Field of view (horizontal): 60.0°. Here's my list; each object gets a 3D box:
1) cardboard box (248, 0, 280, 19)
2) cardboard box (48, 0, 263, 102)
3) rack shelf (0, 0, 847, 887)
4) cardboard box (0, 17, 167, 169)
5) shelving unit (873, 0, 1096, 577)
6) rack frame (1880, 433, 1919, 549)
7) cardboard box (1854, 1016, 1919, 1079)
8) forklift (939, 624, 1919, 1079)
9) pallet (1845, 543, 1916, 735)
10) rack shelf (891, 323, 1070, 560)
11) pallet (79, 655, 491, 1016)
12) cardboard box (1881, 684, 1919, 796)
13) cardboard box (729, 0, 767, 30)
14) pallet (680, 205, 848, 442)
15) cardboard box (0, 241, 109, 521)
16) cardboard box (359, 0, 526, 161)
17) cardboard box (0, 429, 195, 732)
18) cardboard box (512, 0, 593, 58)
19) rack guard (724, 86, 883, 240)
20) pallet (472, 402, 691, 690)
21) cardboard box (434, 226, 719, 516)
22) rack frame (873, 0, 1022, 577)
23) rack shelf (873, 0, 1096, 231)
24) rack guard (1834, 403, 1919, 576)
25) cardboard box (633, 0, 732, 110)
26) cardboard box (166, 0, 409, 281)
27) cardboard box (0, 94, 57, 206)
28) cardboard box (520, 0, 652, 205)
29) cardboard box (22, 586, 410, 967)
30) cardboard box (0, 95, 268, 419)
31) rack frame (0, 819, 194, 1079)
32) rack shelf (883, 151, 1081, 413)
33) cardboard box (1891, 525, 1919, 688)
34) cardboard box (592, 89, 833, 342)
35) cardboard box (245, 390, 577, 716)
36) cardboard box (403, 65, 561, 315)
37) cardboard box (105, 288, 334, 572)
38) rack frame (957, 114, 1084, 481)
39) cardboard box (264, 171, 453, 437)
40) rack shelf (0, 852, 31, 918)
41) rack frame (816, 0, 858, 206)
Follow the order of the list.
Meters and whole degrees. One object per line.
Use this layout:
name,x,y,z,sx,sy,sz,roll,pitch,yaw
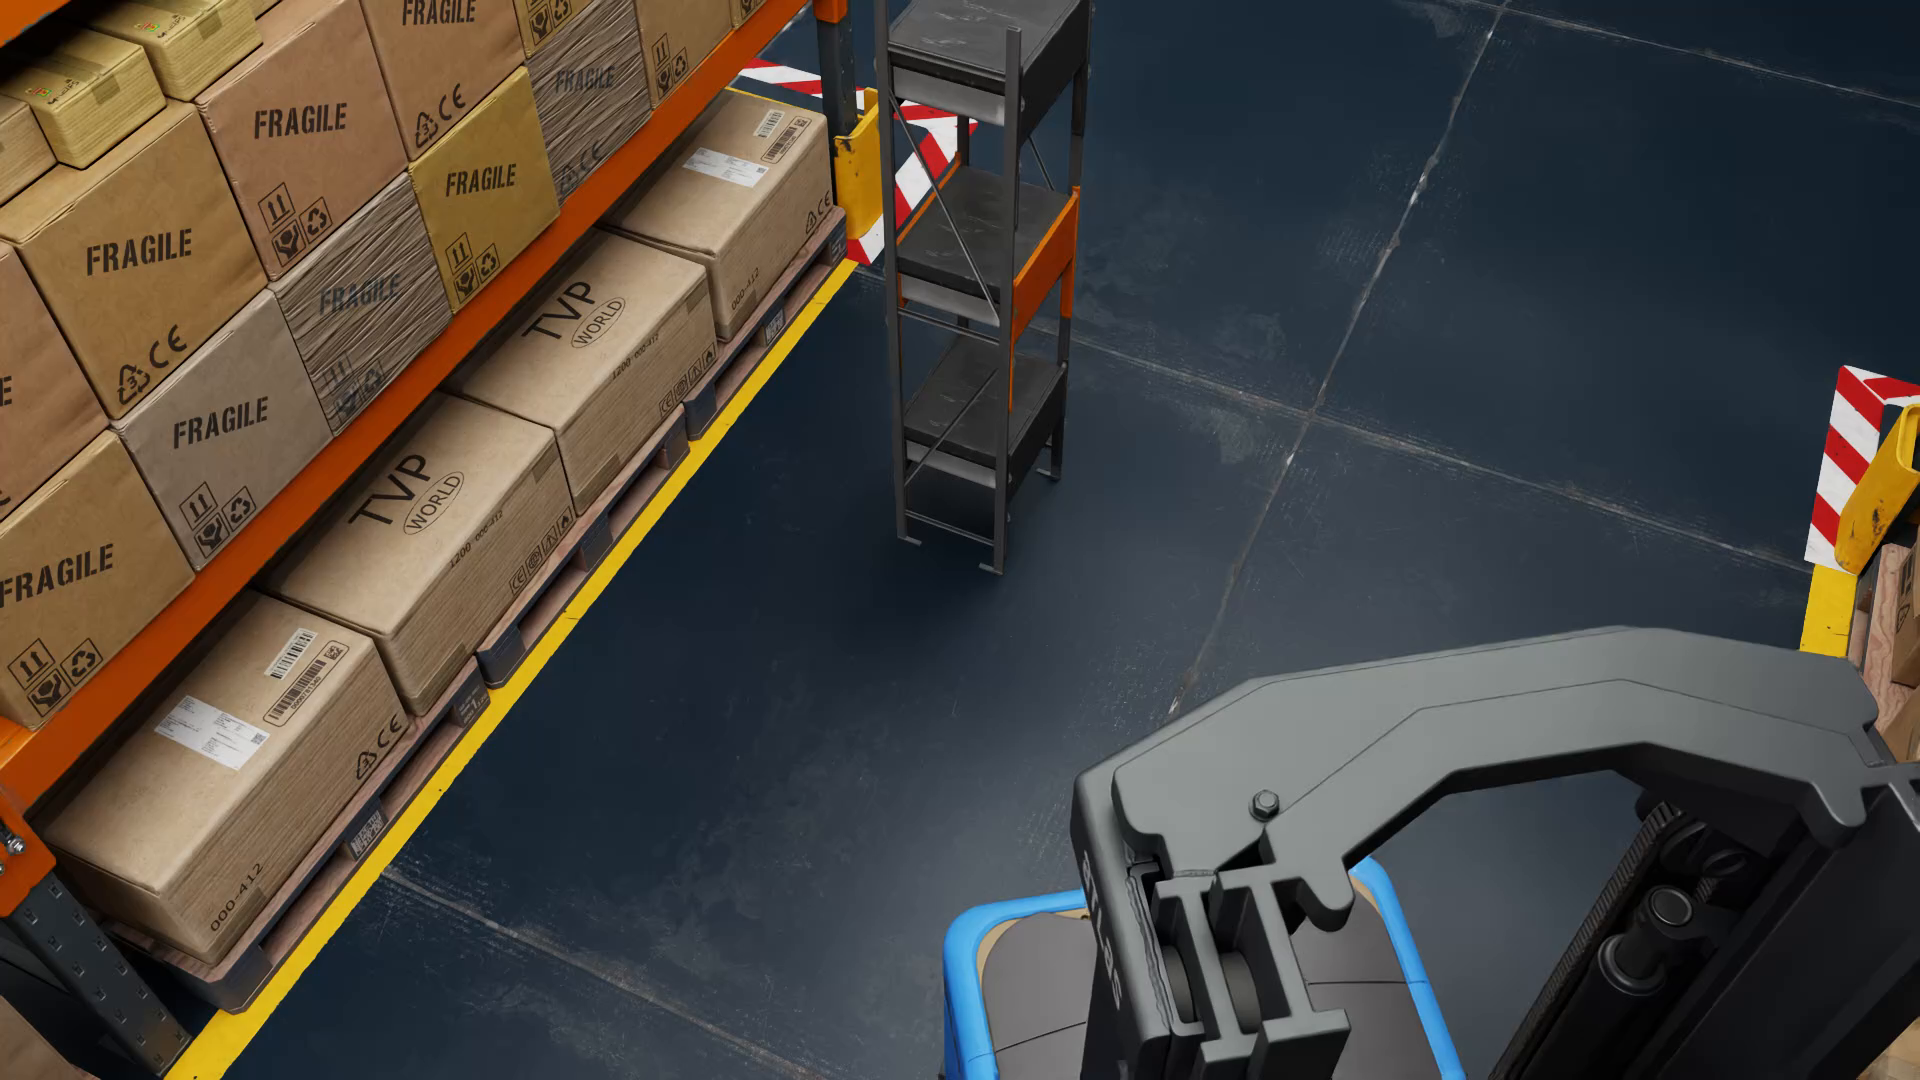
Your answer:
cardboard box,-1.719,-1.313,3.750,0.380,0.149,0.250,20,52,16
cardboard box,-1.753,-1.113,3.580,0.380,0.149,0.250,18,52,15
rack shelf,-1.735,-0.862,4.986,1.077,0.370,4.000,20,52,16
cardboard box,-1.892,-0.940,3.432,0.380,0.149,0.250,19,52,16
shelving unit,0.071,-0.794,5.047,0.431,2.100,0.503,20,52,16
rack frame,3.609,-0.859,4.512,1.000,3.000,0.127,20,52,16
cardboard box,2.418,1.496,3.873,0.700,0.500,0.500,18,52,15
forklift,0.708,1.606,2.459,1.130,2.935,3.031,-8,50,-6
pallet,3.237,0.646,5.062,1.003,0.211,1.213,20,52,16
rack shelf,0.071,-0.332,5.591,0.431,0.518,0.480,20,52,16
pallet,-2.194,0.688,5.026,1.003,0.211,1.213,20,52,16
cardboard box,2.862,0.781,4.482,0.700,0.500,0.500,22,53,18
cardboard box,-0.847,-2.086,5.490,0.500,0.500,0.500,20,53,16
pallet,-1.151,-0.992,6.456,1.003,0.211,1.213,20,52,16
cardboard box,-2.167,-0.323,3.333,0.500,0.500,0.500,20,53,16
cardboard box,-1.499,-1.364,4.219,0.500,0.500,0.500,19,52,16
cardboard box,-2.152,0.012,3.704,0.500,0.500,0.500,21,53,17
cardboard box,-1.282,-1.710,4.513,0.500,0.500,0.500,20,52,16
rack guard,-0.870,-1.678,6.850,1.175,0.500,0.348,20,52,16
pallet,-1.674,-0.155,5.743,1.003,0.211,1.213,20,52,16
cardboard box,-1.455,-0.658,5.747,0.875,0.438,0.875,21,53,17
rack frame,-0.034,-0.626,4.904,0.400,2.100,0.015,20,52,16
rack shelf,0.071,-1.239,4.525,0.431,0.518,0.480,20,52,16
rack guard,3.577,0.003,5.419,1.175,0.500,0.348,20,52,16
cardboard box,-1.075,-1.745,5.200,0.500,0.500,0.500,19,52,15
cardboard box,-1.716,-1.018,3.924,0.500,0.500,0.500,21,53,17
cardboard box,-2.054,-0.789,3.303,0.380,0.149,0.250,19,52,16
cardboard box,-1.286,-1.388,4.896,0.500,0.500,0.500,21,53,17
cardboard box,-2.224,0.579,4.694,0.875,0.438,0.875,19,52,16
cardboard box,-1.946,-0.669,3.627,0.500,0.500,0.500,19,52,16
rack frame,-2.589,0.282,3.540,1.000,3.000,0.127,20,52,16
rack shelf,0.071,-0.786,5.058,0.431,0.518,0.480,20,52,16
cardboard box,3.262,0.204,4.970,0.797,0.503,0.637,18,52,15
cardboard box,-1.072,-1.291,6.285,0.875,0.438,0.875,18,52,15
cardboard box,-1.842,-0.037,5.219,0.875,0.438,0.875,18,52,15
cardboard box,-1.495,-1.028,4.590,0.500,0.500,0.500,21,53,17
cardboard box,-1.933,-0.333,3.998,0.500,0.500,0.500,20,53,16
rack frame,0.175,-0.962,5.190,0.400,2.100,0.015,20,52,16
cardboard box,-1.715,-0.673,4.288,0.500,0.500,0.500,20,53,16
rack shelf,-3.444,1.893,2.642,1.077,0.370,4.000,20,52,16
rack frame,-0.880,-2.472,5.884,1.000,3.000,0.127,20,52,16
